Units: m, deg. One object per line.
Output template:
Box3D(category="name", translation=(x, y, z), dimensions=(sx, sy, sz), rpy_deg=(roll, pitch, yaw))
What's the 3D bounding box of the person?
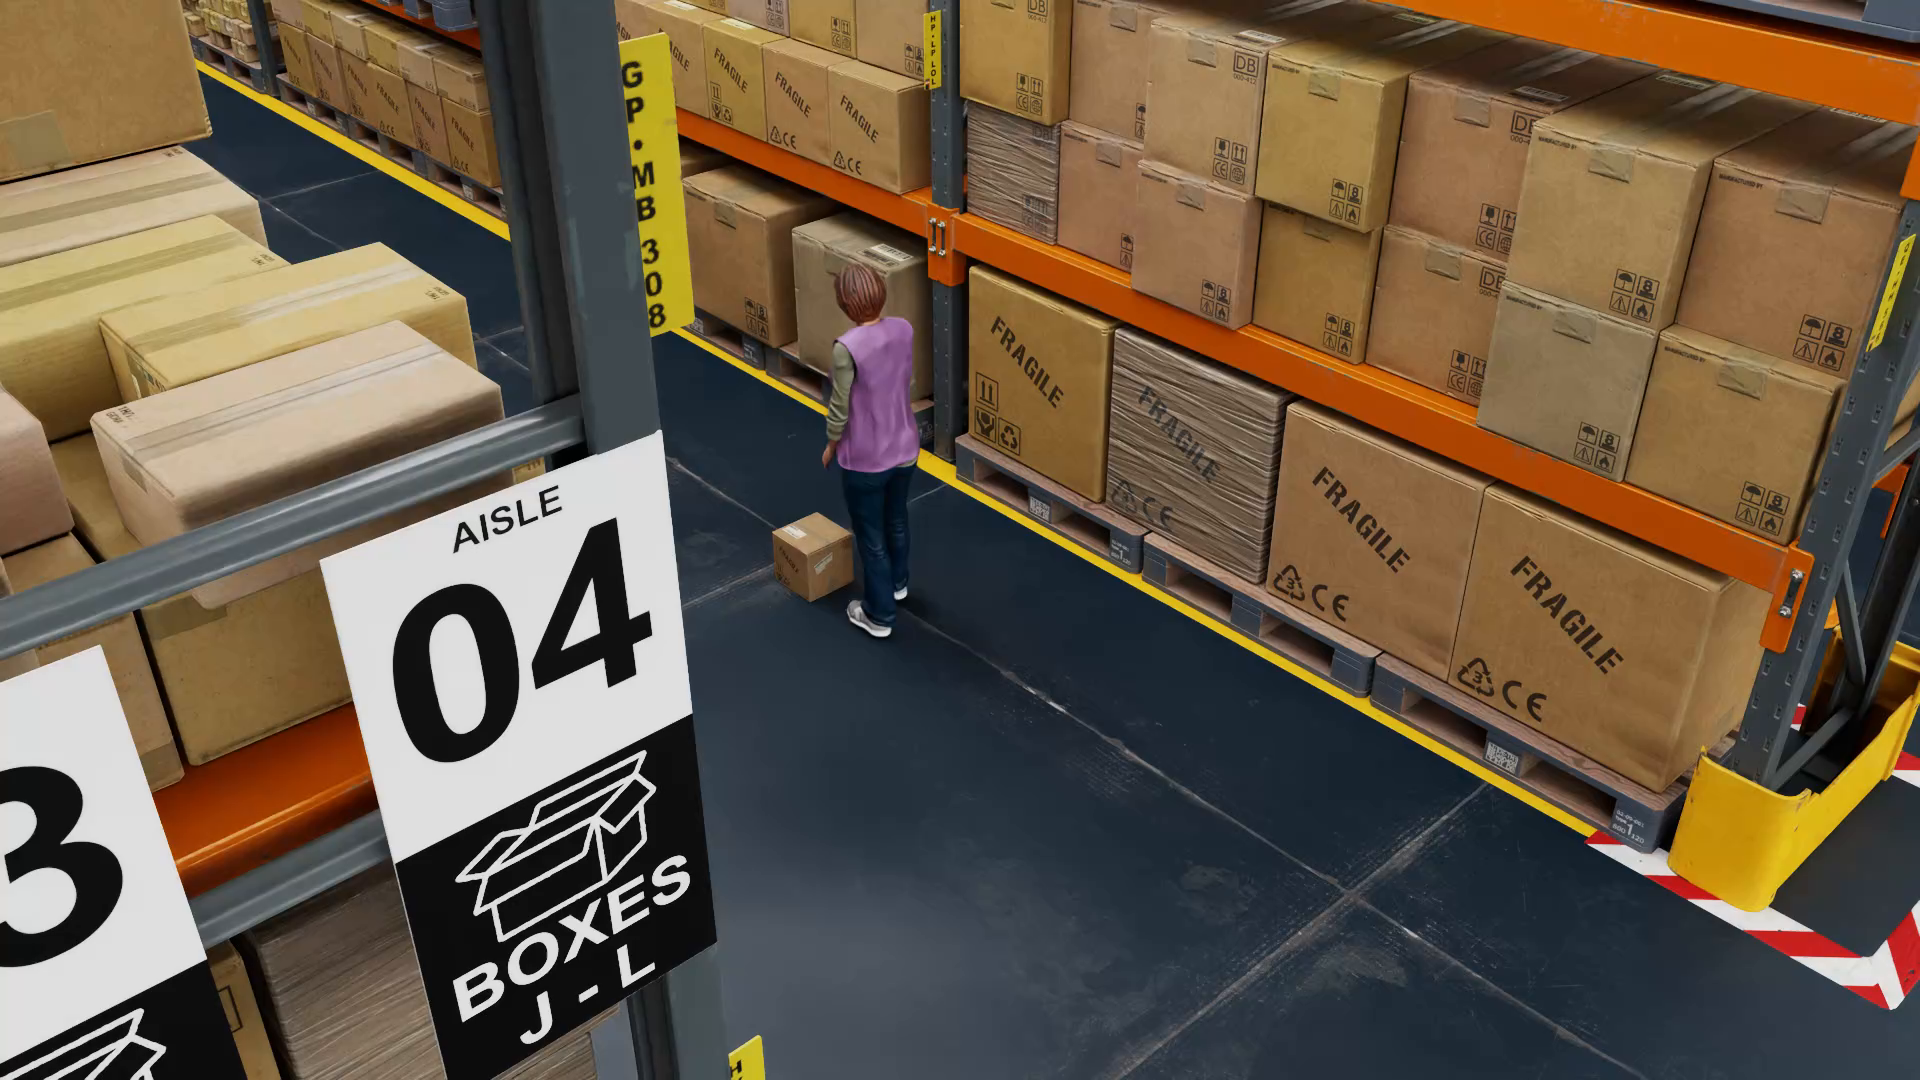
Box3D(category="person", translation=(-0.357, -0.351, 6.709), dimensions=(0.452, 1.581, 0.453), rpy_deg=(-26, 41, -35))
